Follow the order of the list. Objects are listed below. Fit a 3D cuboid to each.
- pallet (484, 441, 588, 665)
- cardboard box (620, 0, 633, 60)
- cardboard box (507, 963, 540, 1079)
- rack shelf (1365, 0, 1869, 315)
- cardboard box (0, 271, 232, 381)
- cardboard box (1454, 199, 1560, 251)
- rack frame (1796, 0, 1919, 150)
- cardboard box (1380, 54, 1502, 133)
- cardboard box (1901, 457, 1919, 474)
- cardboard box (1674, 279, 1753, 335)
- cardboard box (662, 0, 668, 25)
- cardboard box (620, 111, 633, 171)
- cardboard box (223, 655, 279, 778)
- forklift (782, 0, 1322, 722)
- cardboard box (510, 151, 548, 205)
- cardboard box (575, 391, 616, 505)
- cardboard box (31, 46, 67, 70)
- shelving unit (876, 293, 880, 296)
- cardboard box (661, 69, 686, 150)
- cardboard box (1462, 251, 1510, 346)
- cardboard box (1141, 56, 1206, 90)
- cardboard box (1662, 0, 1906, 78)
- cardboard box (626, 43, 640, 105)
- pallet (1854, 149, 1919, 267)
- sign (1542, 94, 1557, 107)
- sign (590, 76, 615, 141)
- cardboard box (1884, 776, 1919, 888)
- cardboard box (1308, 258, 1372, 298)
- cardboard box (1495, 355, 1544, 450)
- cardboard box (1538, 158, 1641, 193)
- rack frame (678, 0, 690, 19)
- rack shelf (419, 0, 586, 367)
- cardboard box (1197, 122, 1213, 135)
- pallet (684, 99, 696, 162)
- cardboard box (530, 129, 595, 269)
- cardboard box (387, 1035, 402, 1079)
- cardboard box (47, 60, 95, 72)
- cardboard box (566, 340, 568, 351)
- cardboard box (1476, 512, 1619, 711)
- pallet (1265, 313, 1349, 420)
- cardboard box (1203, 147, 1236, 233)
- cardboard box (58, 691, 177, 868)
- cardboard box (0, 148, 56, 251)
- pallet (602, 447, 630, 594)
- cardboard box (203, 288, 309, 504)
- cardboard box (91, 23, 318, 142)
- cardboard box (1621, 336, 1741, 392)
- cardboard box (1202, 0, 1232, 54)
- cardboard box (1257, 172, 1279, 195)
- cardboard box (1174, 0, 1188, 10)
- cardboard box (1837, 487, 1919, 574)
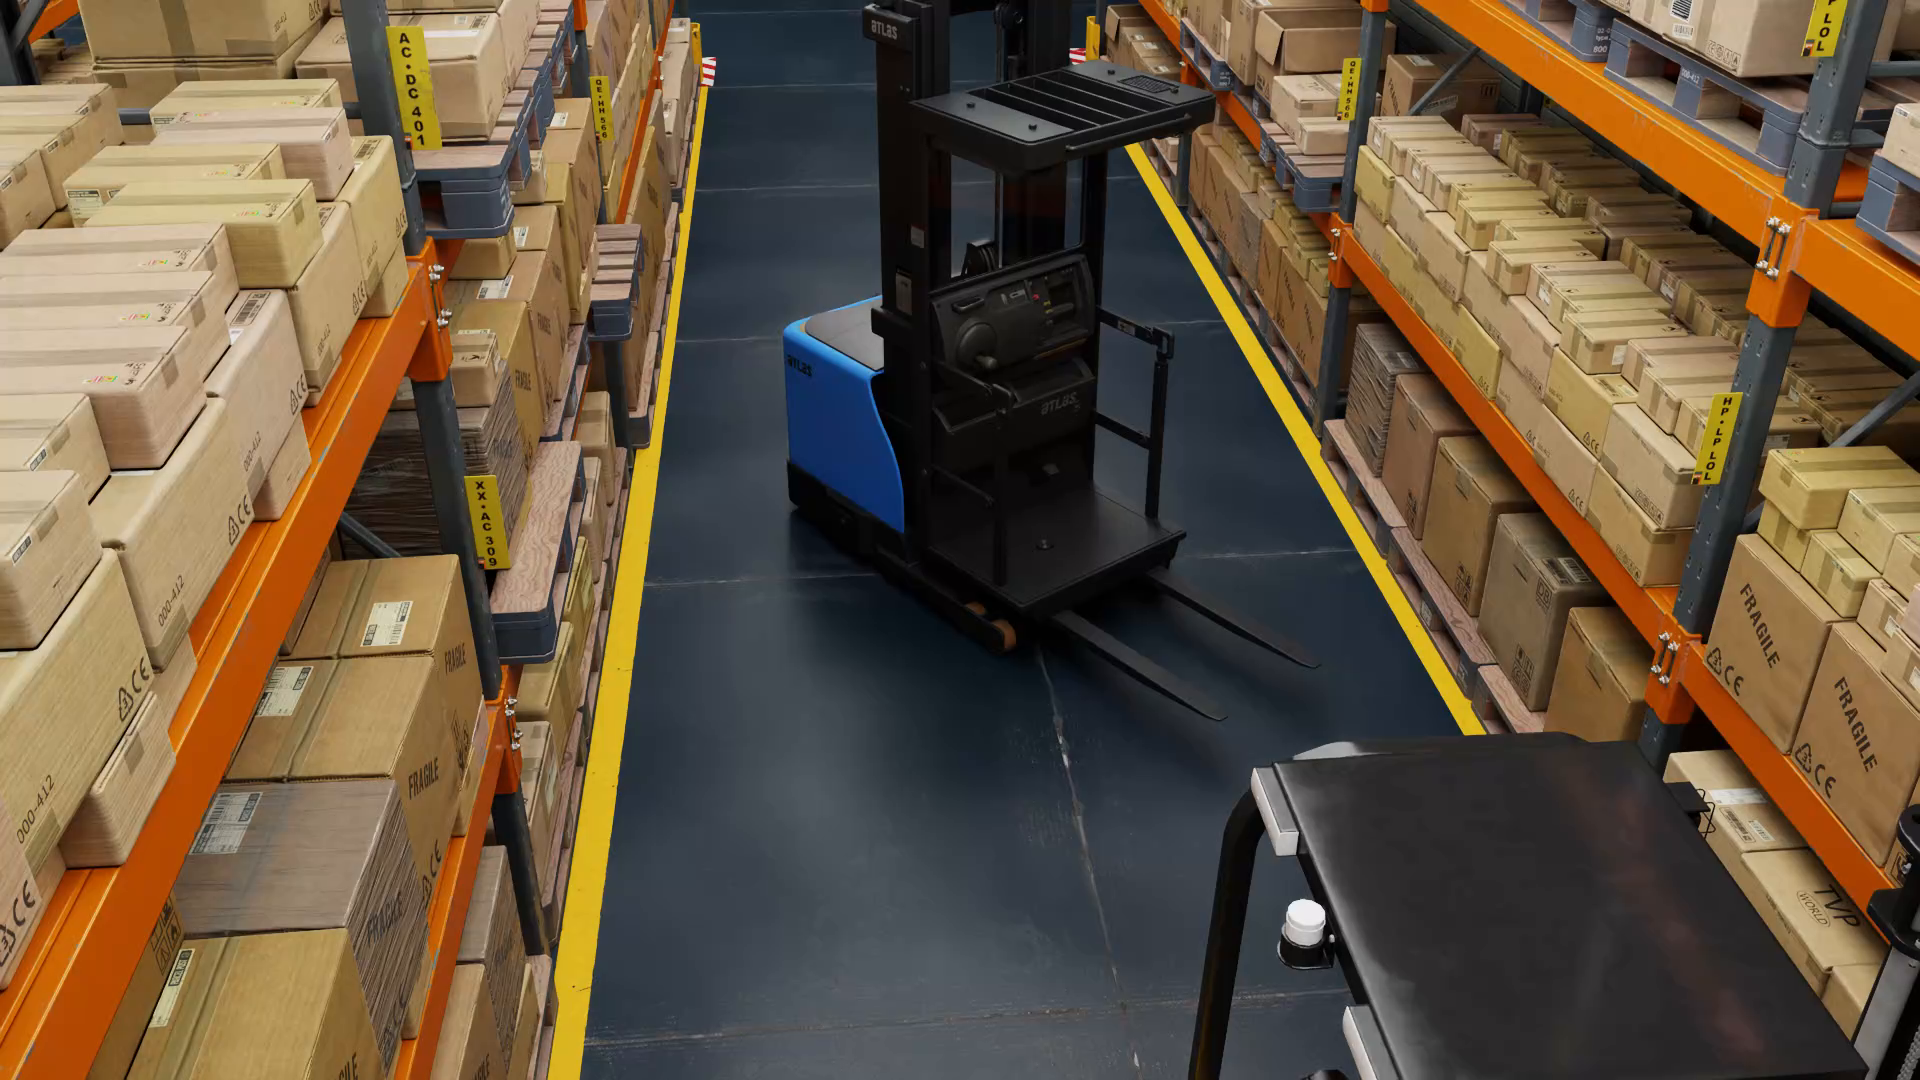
[{"bbox_3d":[-1.909,0.035,5.953,1.003,0.211,1.213,-3,31,-5],"label":"pallet"},{"bbox_3d":[-2.291,-3.203,10.115,0.500,0.500,0.500,-2,31,-4],"label":"cardboard box"},{"bbox_3d":[-1.659,1.639,5.352,0.500,0.250,0.500,-1,31,-2],"label":"cardboard box"},{"bbox_3d":[2.773,-1.889,6.765,1.077,0.370,4.000,-3,31,-5],"label":"rack shelf"},{"bbox_3d":[-1.547,-0.361,2.972,0.380,0.149,0.250,-2,31,-4],"label":"cardboard box"},{"bbox_3d":[2.453,-1.418,7.468,0.380,0.149,0.250,-2,31,-4],"label":"cardboard box"},{"bbox_3d":[2.960,-2.465,4.101,1.000,3.000,0.127,-3,31,-5],"label":"rack frame"},{"bbox_3d":[2.693,-2.425,9.378,0.500,0.500,0.500,-1,31,-2],"label":"cardboard box"},{"bbox_3d":[3.167,-0.311,6.004,0.500,0.250,0.500,-3,31,-5],"label":"cardboard box"},{"bbox_3d":[3.102,-0.925,6.644,0.380,0.149,0.250,-3,31,-5],"label":"cardboard box"},{"bbox_3d":[-2.556,-4.286,12.903,0.500,0.500,0.500,-3,31,-4],"label":"cardboard box"},{"bbox_3d":[-2.260,-2.419,10.021,0.500,0.250,0.500,-2,31,-3],"label":"cardboard box"},{"bbox_3d":[-2.131,0.247,4.048,0.700,0.500,0.500,-3,31,-4],"label":"cardboard box"},{"bbox_3d":[0.397,-1.010,7.583,1.130,2.935,3.031,-23,38,-33],"label":"forklift"},{"bbox_3d":[-1.922,-1.500,6.906,0.380,0.149,0.250,-4,31,-7],"label":"cardboard box"},{"bbox_3d":[-2.313,-0.455,8.740,0.950,0.372,0.625,-5,31,-8],"label":"cardboard box"},{"bbox_3d":[-8.166,-4.281,14.782,0.380,0.149,0.250,-2,31,-4],"label":"cardboard box"},{"bbox_3d":[-0.408,-0.923,9.418,0.258,0.900,0.210,15,34,23],"label":"shelving unit"},{"bbox_3d":[-2.766,-3.597,13.936,0.875,0.438,0.875,-4,31,-6],"label":"cardboard box"},{"bbox_3d":[2.533,-1.060,7.259,0.500,0.250,0.500,-2,31,-4],"label":"cardboard box"},{"bbox_3d":[1.939,-3.838,14.279,0.700,0.500,0.500,-4,31,-6],"label":"cardboard box"},{"bbox_3d":[2.649,-1.720,5.359,0.500,0.311,0.500,-4,31,-6],"label":"cardboard box"},{"bbox_3d":[-2.273,-2.891,10.324,0.500,0.250,0.500,-2,31,-4],"label":"cardboard box"},{"bbox_3d":[3.065,-0.705,4.166,1.003,0.211,1.213,-3,31,-5],"label":"pallet"},{"bbox_3d":[3.138,-2.457,8.809,0.100,0.325,0.005,-3,31,-5],"label":"sign"},{"bbox_3d":[-1.816,-2.186,8.432,0.100,0.325,0.005,-3,31,-5],"label":"sign"},{"bbox_3d":[2.855,0.830,4.337,0.500,0.500,0.500,-3,31,-5],"label":"cardboard box"},{"bbox_3d":[2.287,-1.557,9.828,0.380,0.149,0.250,-4,31,-7],"label":"cardboard box"},{"bbox_3d":[2.584,-0.581,6.944,0.500,0.250,0.500,-3,31,-4],"label":"cardboard box"},{"bbox_3d":[3.009,-1.711,7.960,0.380,0.149,0.250,-3,31,-6],"label":"cardboard box"},{"bbox_3d":[-3.103,-5.776,15.496,1.000,3.000,0.127,-3,31,-5],"label":"rack frame"},{"bbox_3d":[-2.169,-1.650,6.363,1.077,0.370,4.000,-3,31,-5],"label":"rack shelf"},{"bbox_3d":[1.981,-3.164,12.517,0.380,0.149,0.250,-1,31,-2],"label":"cardboard box"},{"bbox_3d":[-2.840,-3.553,14.493,1.003,0.211,1.213,-3,31,-5],"label":"pallet"},{"bbox_3d":[-1.977,-1.561,7.641,0.500,0.500,0.500,-3,31,-5],"label":"cardboard box"},{"bbox_3d":[-1.556,1.258,3.963,0.380,0.149,0.250,-3,31,-5],"label":"cardboard box"},{"bbox_3d":[-7.642,-4.049,14.394,0.380,0.149,0.250,-4,31,-7],"label":"cardboard box"},{"bbox_3d":[-1.867,-0.821,7.035,0.380,0.149,0.250,-4,31,-6],"label":"cardboard box"},{"bbox_3d":[2.835,0.287,7.250,0.875,0.625,0.625,-3,31,-5],"label":"cardboard box"},{"bbox_3d":[2.554,-1.117,10.415,1.003,0.211,1.213,-3,31,-5],"label":"pallet"},{"bbox_3d":[2.093,-2.552,12.125,0.500,0.500,0.500,-3,31,-5],"label":"cardboard box"},{"bbox_3d":[-1.441,0.368,2.528,0.380,0.149,0.250,-2,31,-4],"label":"cardboard box"},{"bbox_3d":[-2.209,-0.729,3.587,0.380,0.149,0.250,-4,31,-6],"label":"cardboard box"},{"bbox_3d":[-2.284,-0.096,8.704,1.003,0.211,1.213,-3,31,-5],"label":"pallet"},{"bbox_3d":[-1.591,-0.269,3.207,0.500,0.250,0.500,-3,31,-5],"label":"cardboard box"},{"bbox_3d":[-2.181,-1.345,4.888,0.500,0.250,0.500,-3,31,-6],"label":"cardboard box"},{"bbox_3d":[2.694,-0.633,6.154,0.380,0.149,0.250,-3,31,-5],"label":"cardboard box"},{"bbox_3d":[2.083,-3.675,11.470,0.700,0.500,0.500,-2,31,-4],"label":"cardboard box"},{"bbox_3d":[2.219,-2.364,11.177,0.380,0.149,0.250,-3,31,-4],"label":"cardboard box"},{"bbox_3d":[1.922,-4.285,12.856,0.500,0.250,0.500,-2,31,-3],"label":"cardboard box"},{"bbox_3d":[2.826,-0.033,4.860,0.380,0.149,0.250,-2,31,-4],"label":"cardboard box"}]
